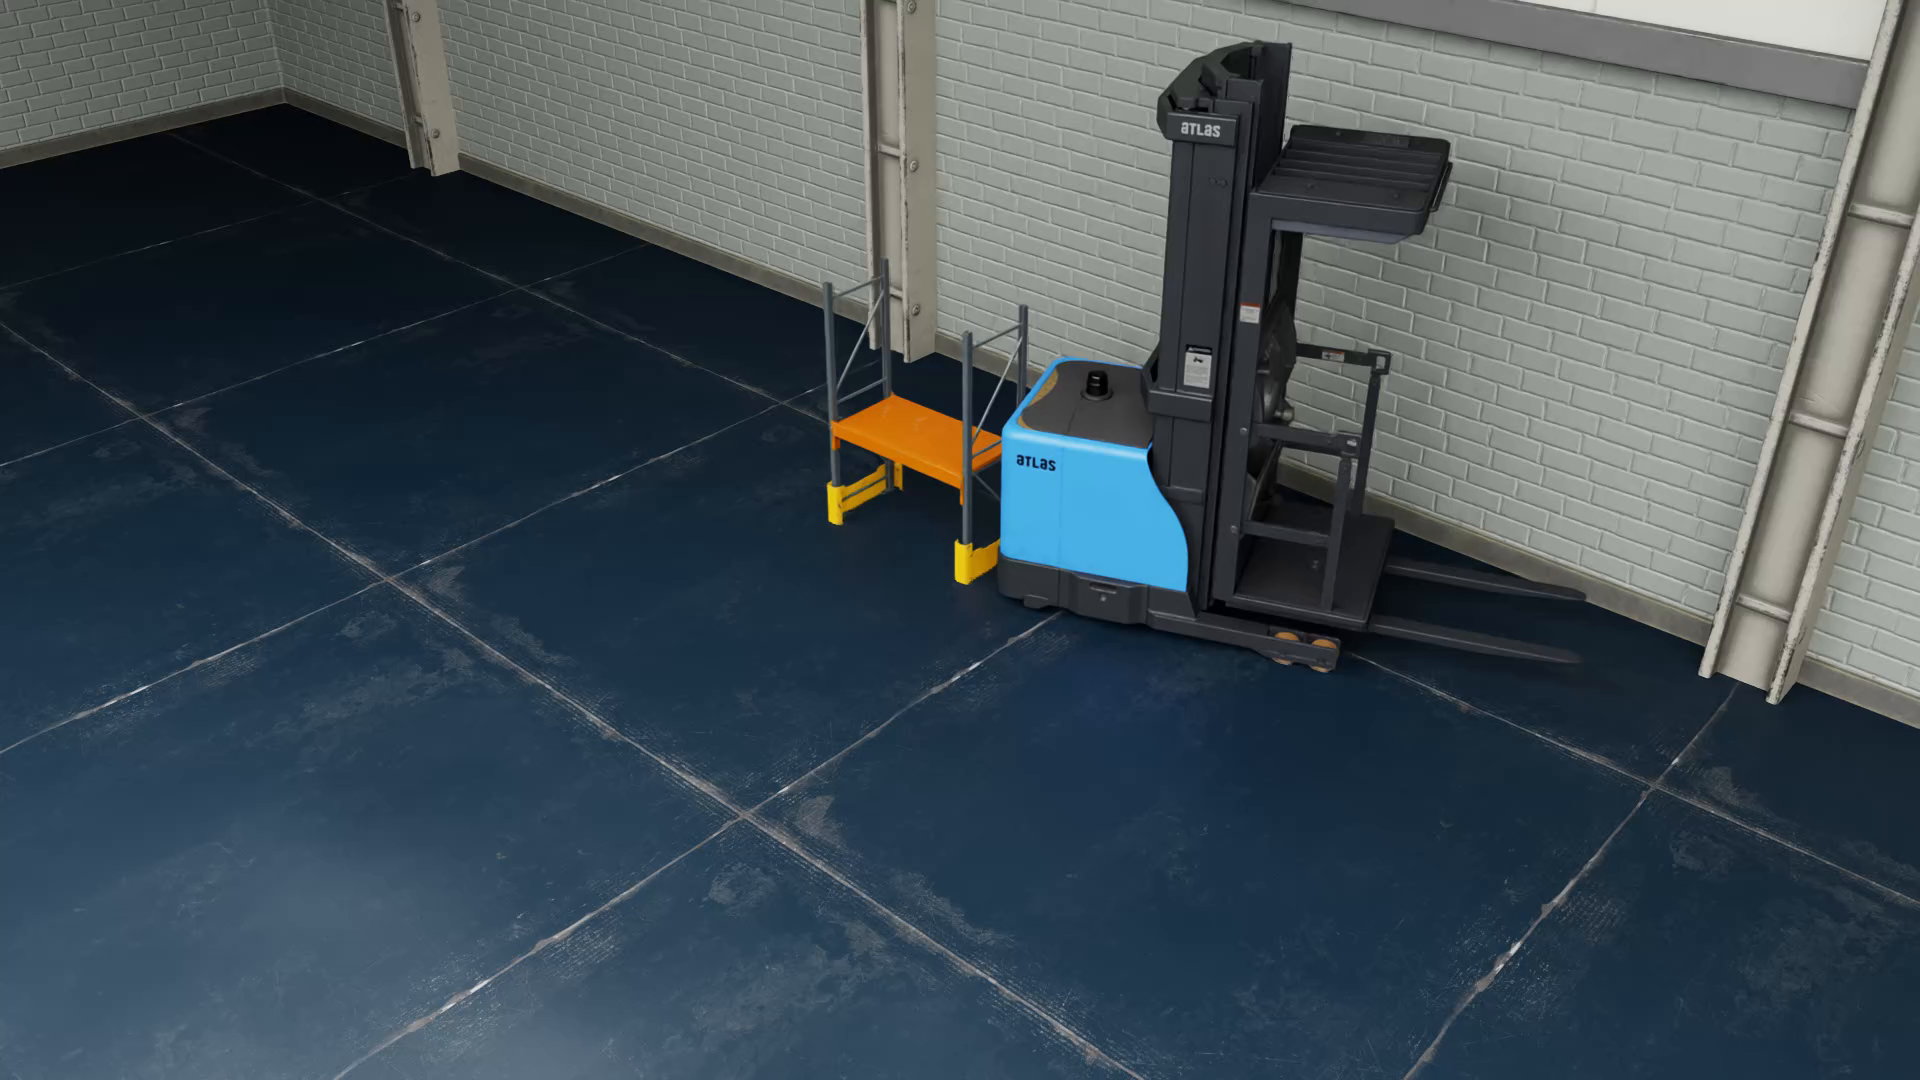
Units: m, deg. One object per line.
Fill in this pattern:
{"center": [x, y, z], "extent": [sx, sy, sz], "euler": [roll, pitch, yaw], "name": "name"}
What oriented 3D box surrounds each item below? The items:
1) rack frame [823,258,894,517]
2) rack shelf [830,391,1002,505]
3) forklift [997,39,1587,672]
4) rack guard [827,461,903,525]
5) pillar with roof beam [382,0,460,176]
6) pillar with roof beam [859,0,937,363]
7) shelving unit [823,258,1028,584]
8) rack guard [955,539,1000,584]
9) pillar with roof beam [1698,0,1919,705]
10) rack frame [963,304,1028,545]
{"center": [-0.579, -0.862, 9.672], "extent": [0.032, 1.500, 0.500], "euler": [24, 39, 34], "name": "rack frame"}
{"center": [-0.195, -0.536, 9.480], "extent": [1.000, 0.185, 0.538], "euler": [24, 39, 34], "name": "rack shelf"}
{"center": [1.775, -0.886, 8.325], "extent": [3.031, 2.935, 1.130], "euler": [11, 33, 17], "name": "forklift"}
{"center": [-0.565, -0.320, 9.984], "extent": [0.087, 0.250, 0.587], "euler": [24, 39, 34], "name": "rack guard"}
{"center": [-7.744, -5.662, 10.375], "extent": [0.400, 9.000, 9.100], "euler": [25, 39, 35], "name": "pillar with roof beam"}
{"center": [-3.295, -3.586, 6.926], "extent": [0.400, 9.000, 9.100], "euler": [25, 39, 35], "name": "pillar with roof beam"}
{"center": [-0.188, -0.687, 9.382], "extent": [1.083, 1.500, 0.587], "euler": [24, 39, 34], "name": "shelving unit"}
{"center": [0.188, 0.017, 9.424], "extent": [0.087, 0.250, 0.587], "euler": [24, 39, 34], "name": "rack guard"}
{"center": [1.153, -1.509, 3.477], "extent": [0.400, 9.000, 9.100], "euler": [25, 39, 35], "name": "pillar with roof beam"}
{"center": [0.189, -0.518, 9.101], "extent": [0.032, 1.500, 0.500], "euler": [24, 39, 34], "name": "rack frame"}
